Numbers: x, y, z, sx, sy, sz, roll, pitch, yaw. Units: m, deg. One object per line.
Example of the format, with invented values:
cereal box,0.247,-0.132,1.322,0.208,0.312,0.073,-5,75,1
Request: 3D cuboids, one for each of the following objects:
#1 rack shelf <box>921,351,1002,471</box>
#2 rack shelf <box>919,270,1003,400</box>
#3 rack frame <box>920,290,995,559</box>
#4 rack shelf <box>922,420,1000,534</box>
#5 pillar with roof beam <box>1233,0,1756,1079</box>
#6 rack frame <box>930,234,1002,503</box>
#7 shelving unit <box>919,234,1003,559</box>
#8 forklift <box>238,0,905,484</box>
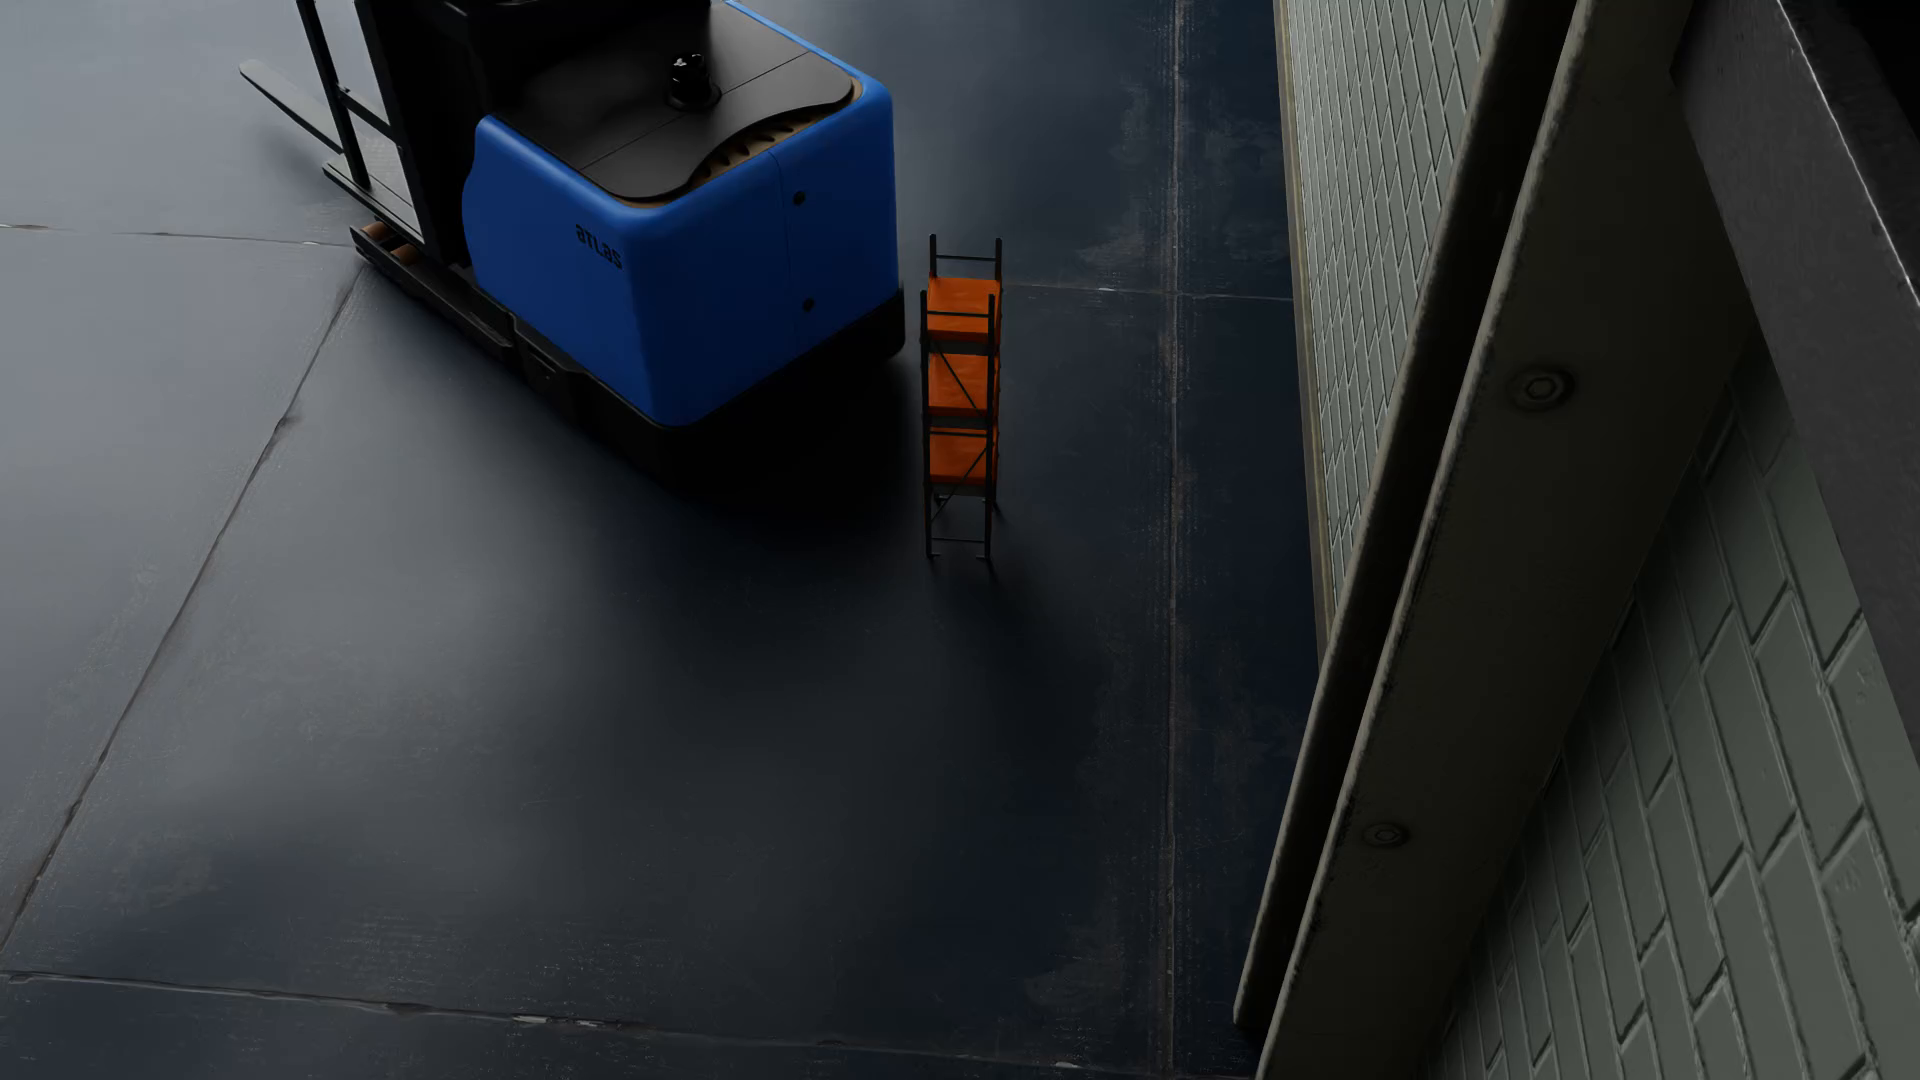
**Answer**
rack shelf,0.005,-0.387,4.906,0.215,0.259,0.240,4,48,4
rack shelf,0.005,-0.578,4.697,0.215,0.259,0.240,4,48,4
rack frame,-0.006,-0.304,4.817,0.200,1.050,0.008,4,48,4
rack shelf,0.005,-0.199,5.111,0.215,0.259,0.240,4,48,4
pillar with roof beam,-3.463,-2.003,0.984,9.100,9.000,0.400,4,48,4
rack frame,0.016,-0.483,4.981,0.200,1.050,0.008,4,48,4
shelving unit,0.005,-0.394,4.899,0.215,1.050,0.252,4,48,4
forklift,-1.595,-2.144,5.225,3.031,2.935,1.130,36,57,28
